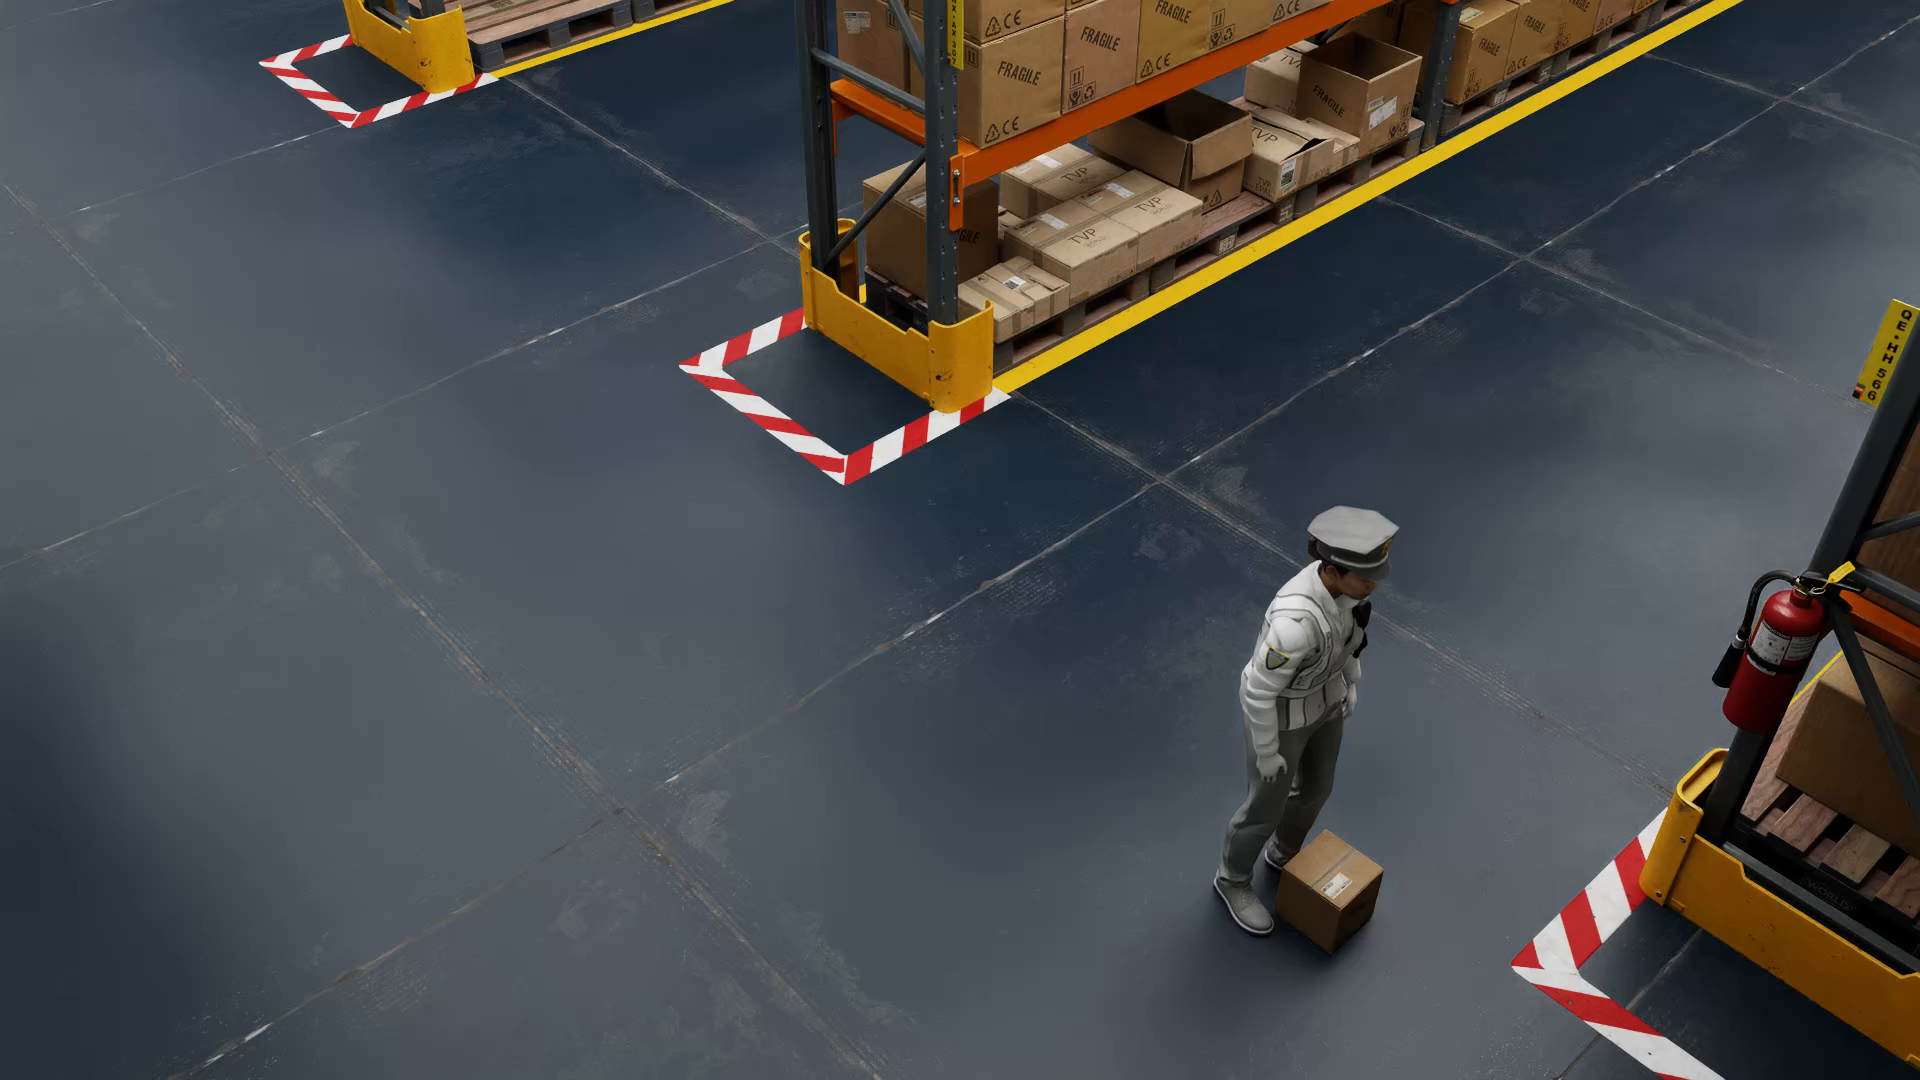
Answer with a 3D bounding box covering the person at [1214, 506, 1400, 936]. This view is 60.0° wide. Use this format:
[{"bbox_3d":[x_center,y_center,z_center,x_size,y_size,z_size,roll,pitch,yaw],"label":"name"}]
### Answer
[{"bbox_3d":[1.135,0.577,5.466,0.542,1.665,0.406,-32,50,-33],"label":"person"}]
